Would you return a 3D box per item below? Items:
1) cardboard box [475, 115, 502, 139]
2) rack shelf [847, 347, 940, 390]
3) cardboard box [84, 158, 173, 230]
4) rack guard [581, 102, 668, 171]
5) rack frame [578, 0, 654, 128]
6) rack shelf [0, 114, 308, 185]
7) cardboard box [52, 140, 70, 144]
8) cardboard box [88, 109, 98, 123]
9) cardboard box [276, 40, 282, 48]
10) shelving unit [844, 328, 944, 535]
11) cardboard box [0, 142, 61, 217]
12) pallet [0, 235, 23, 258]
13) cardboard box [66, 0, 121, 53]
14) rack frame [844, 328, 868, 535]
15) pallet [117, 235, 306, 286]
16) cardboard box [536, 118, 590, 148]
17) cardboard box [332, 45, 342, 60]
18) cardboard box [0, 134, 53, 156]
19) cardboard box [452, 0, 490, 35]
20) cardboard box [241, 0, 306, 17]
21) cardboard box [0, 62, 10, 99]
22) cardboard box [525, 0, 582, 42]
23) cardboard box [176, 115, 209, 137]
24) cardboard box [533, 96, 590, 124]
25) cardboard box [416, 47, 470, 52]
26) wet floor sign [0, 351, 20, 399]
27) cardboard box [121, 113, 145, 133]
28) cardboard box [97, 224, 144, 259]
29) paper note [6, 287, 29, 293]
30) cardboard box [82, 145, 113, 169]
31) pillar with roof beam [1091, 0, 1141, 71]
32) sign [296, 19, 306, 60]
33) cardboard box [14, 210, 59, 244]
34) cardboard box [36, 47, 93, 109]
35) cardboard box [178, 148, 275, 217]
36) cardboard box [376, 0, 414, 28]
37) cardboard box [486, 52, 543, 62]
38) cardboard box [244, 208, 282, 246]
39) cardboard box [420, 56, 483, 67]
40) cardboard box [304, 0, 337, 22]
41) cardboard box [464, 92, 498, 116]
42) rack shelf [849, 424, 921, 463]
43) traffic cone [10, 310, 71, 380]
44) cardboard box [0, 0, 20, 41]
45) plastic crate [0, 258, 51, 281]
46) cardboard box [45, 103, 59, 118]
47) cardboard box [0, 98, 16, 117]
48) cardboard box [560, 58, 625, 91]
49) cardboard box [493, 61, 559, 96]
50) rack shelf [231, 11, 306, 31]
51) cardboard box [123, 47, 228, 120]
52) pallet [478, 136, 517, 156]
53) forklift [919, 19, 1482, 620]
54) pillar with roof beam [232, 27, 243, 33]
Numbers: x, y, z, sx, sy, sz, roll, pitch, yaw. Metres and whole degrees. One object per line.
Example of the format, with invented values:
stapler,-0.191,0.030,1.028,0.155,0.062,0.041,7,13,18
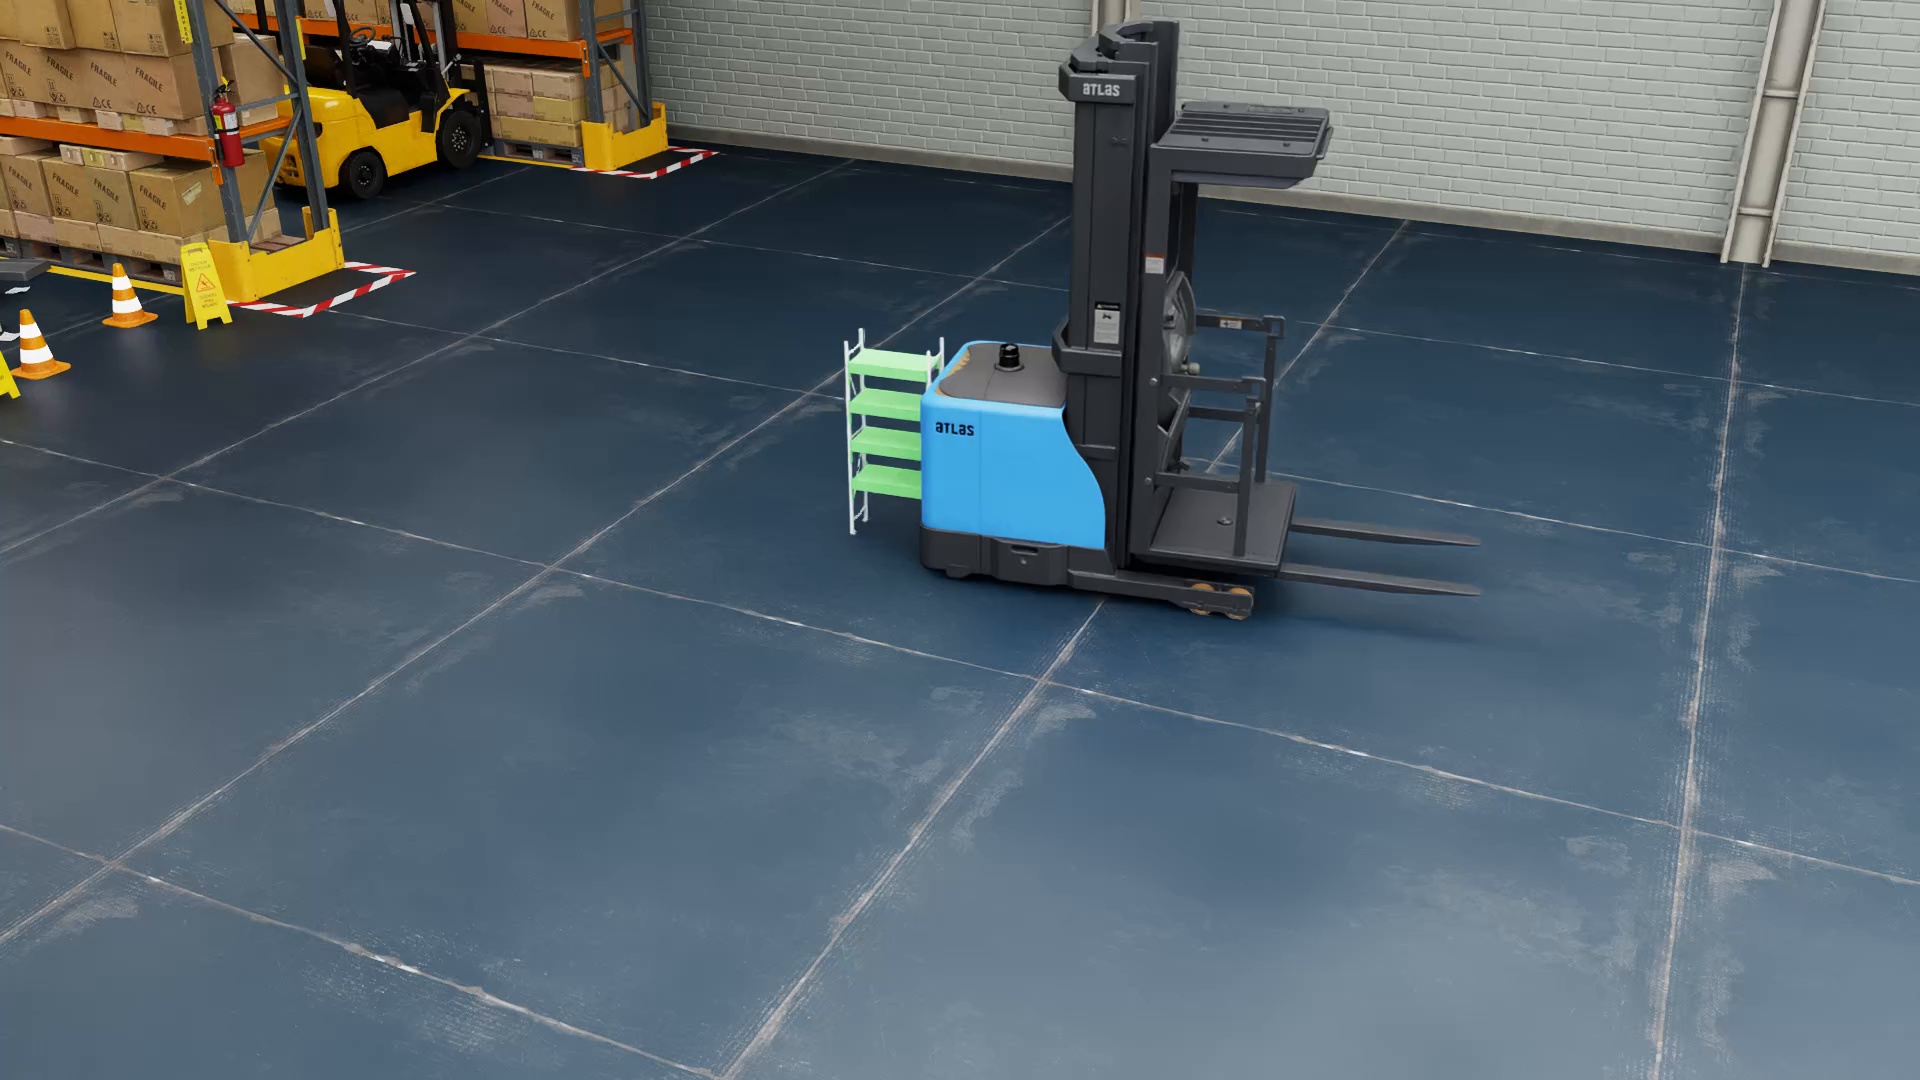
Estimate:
cardboard box,-5.131,-4.647,18.431,0.500,0.250,0.500,12,29,22
rack shelf,-0.369,-0.958,9.396,0.480,0.148,0.258,8,27,17
cardboard box,-7.037,-2.974,14.184,0.500,0.500,0.500,12,29,24
rack guard,-3.650,-4.418,18.158,0.348,0.500,1.175,11,28,22
rack frame,-3.672,-5.544,17.614,0.127,3.000,1.000,11,28,22
rack shelf,-7.544,-3.590,14.461,4.000,0.370,1.077,11,28,22
cardboard box,-7.786,-3.385,15.017,0.500,0.500,0.500,13,29,24
cardboard box,-7.075,-3.613,13.976,0.250,0.149,0.380,12,29,23
cardboard box,-8.496,-5.634,20.011,0.625,0.625,0.875,11,28,21
shelving unit,-0.369,-0.585,9.579,0.503,1.200,0.258,8,27,17
cardboard box,-7.976,-3.165,14.571,0.500,0.500,0.500,13,29,24
pallet,-8.738,-2.919,15.440,1.213,0.211,1.003,11,28,22
cardboard box,-6.736,-4.275,13.456,0.500,0.500,0.700,12,29,22
rack frame,-0.600,-0.619,9.650,0.015,1.200,0.240,8,27,17
pallet,-6.517,-2.473,14.534,1.213,0.211,1.003,11,28,22
cardboard box,-4.230,-4.458,18.046,0.500,0.250,0.500,12,28,22
cardboard box,-7.003,-5.464,18.958,0.500,0.250,0.500,11,28,21
cardboard box,-8.135,-3.456,14.428,0.250,0.149,0.380,13,29,25
cardboard box,-5.164,-5.765,17.951,0.500,0.500,0.500,11,28,21
cardboard box,-7.880,-6.195,19.107,0.500,0.250,0.500,12,29,23
cardboard box,-8.161,-4.085,14.201,0.500,0.500,0.500,11,28,21
cardboard box,-4.229,-5.573,17.561,0.500,0.500,0.500,11,28,21
cardboard box,-6.152,-3.417,13.579,0.250,0.149,0.380,12,29,24
cardboard box,-4.244,-4.686,17.944,0.500,0.250,0.500,11,28,21
cardboard box,-5.863,-5.482,18.994,0.500,0.250,0.500,12,28,22
wet floor sign,-6.834,-1.273,11.605,0.232,0.644,0.267,6,27,13
cardboard box,-6.653,-3.474,13.695,0.250,0.149,0.380,11,28,21
cardboard box,-7.039,-2.640,14.353,0.500,0.250,0.500,11,28,22
paper note,-7.932,-2.108,13.998,0.148,0.019,0.142,2,26,4
cardboard box,-7.150,-3.259,14.027,0.250,0.149,0.380,12,29,23
pillar with roof beam,-0.253,-5.897,11.540,0.400,9.000,9.100,11,28,22
sign,-5.499,-4.154,13.811,0.005,0.325,0.100,11,28,22
cardboard box,-7.964,-2.828,14.736,0.500,0.250,0.500,11,28,21
cardboard box,-7.239,-3.900,13.826,0.500,0.500,0.500,11,28,22
cardboard box,-6.365,-3.101,14.442,0.500,0.500,0.500,10,28,20
cardboard box,-6.075,-5.953,18.333,0.500,0.500,0.500,11,28,21
cardboard box,-4.938,-5.297,18.618,0.500,0.250,0.500,11,28,21
cardboard box,-6.343,-2.761,14.599,0.500,0.250,0.500,11,28,21
cardboard box,-5.609,-5.181,18.383,0.500,0.250,0.500,11,28,21
cardboard box,-7.017,-6.134,18.700,0.500,0.500,0.500,11,28,20
cardboard box,-5.175,-4.868,18.314,0.500,0.250,0.500,11,28,21
rack shelf,-0.369,-0.528,9.608,0.480,0.148,0.258,8,27,17
traffic cone,-6.799,-1.461,12.193,0.334,0.463,0.336,11,28,22
cardboard box,-7.640,-4.474,13.860,0.500,0.500,0.700,11,28,21
plastic crate,-8.275,-2.352,14.437,0.583,0.080,0.402,2,26,4
cardboard box,-7.536,-3.704,14.163,0.250,0.149,0.380,11,28,22
cardboard box,-8.050,-3.742,14.239,0.250,0.149,0.380,12,28,22
cardboard box,-4.031,-5.111,18.241,0.500,0.250,0.500,11,28,21
cardboard box,-4.687,-4.997,18.009,0.500,0.250,0.500,12,29,23
rack shelf,-9.134,-6.318,20.002,4.000,0.370,1.077,11,28,22
cardboard box,-6.331,-3.714,13.448,0.500,0.500,0.500,11,28,21
pallet,-5.492,-4.640,18.934,1.213,0.211,1.003,11,28,22
forklift,1.347,-1.151,8.770,3.031,2.935,1.130,7,27,14
pillar with roof beam,-11.176,-8.091,15.996,0.400,9.000,9.100,11,28,22
